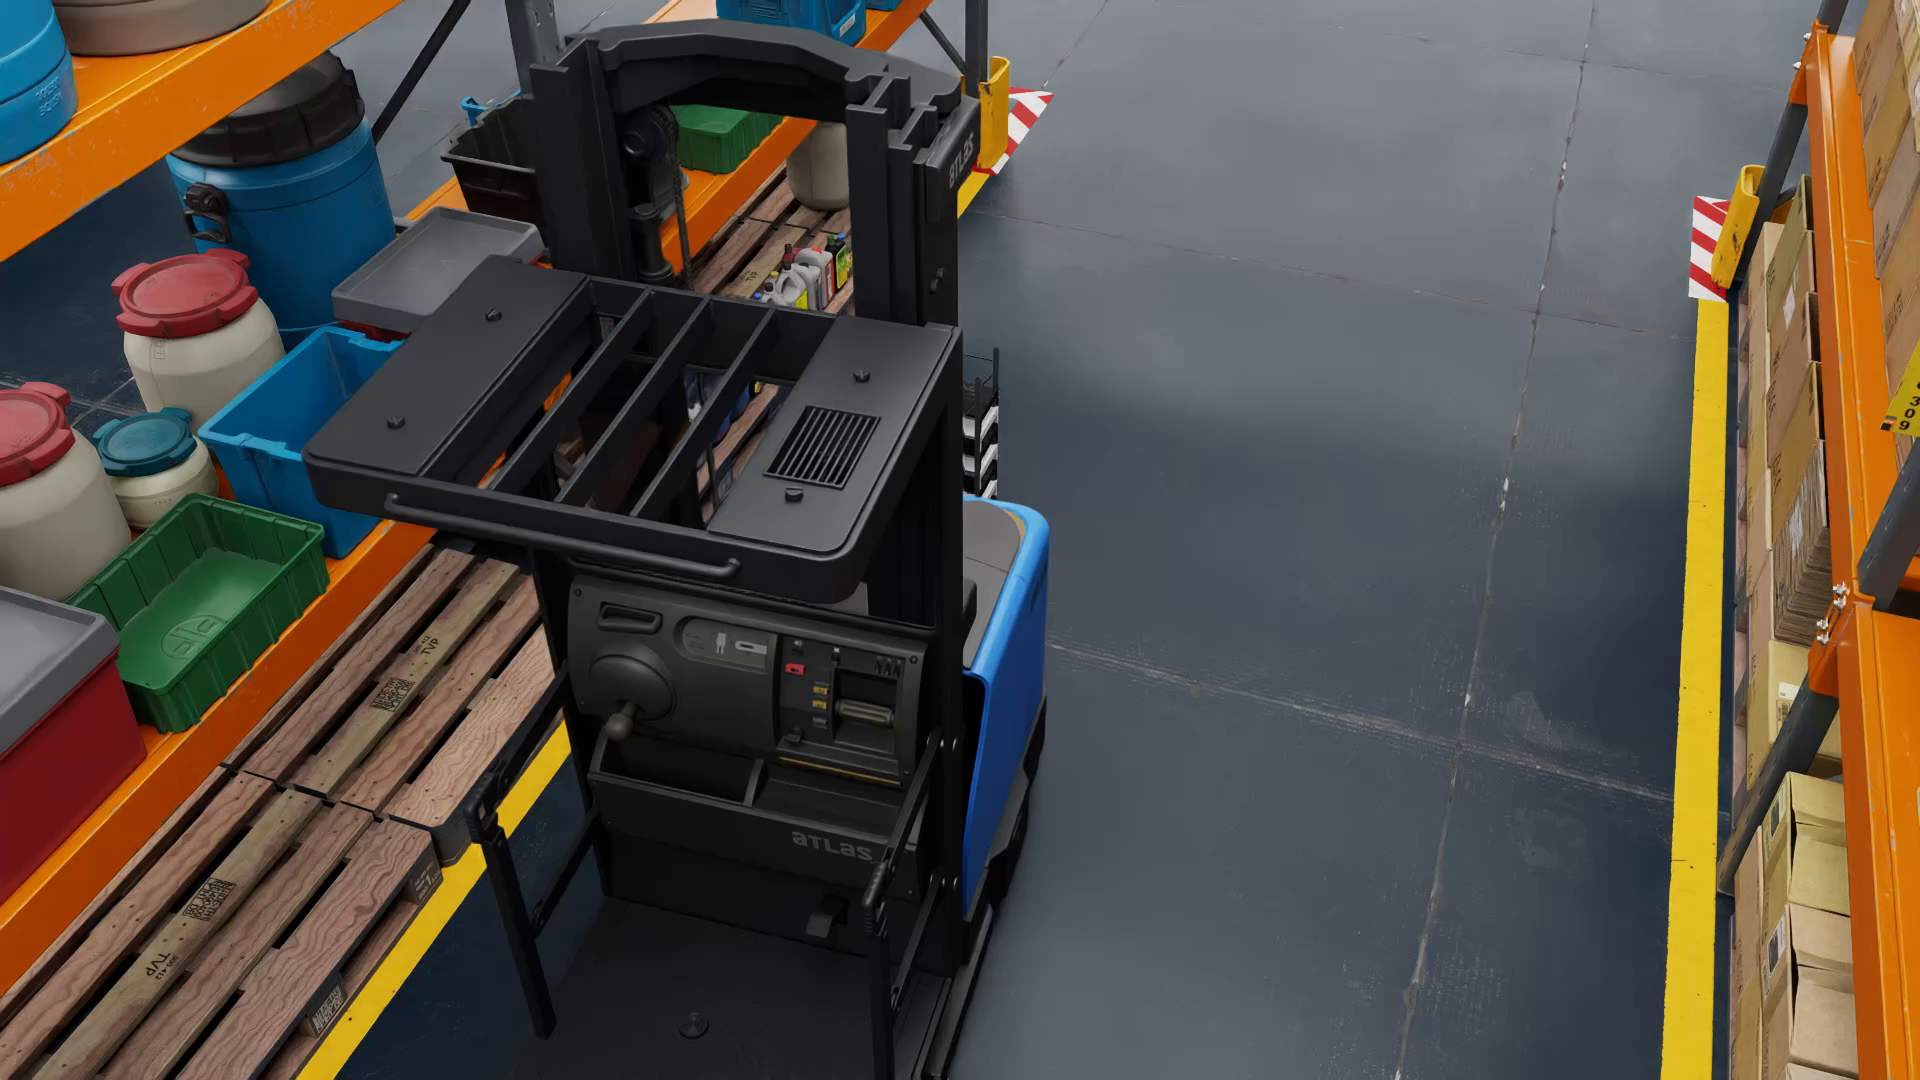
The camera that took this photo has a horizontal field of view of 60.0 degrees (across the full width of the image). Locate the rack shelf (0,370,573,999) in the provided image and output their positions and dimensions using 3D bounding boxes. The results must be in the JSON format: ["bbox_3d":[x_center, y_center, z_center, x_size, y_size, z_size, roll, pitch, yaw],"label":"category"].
[{"bbox_3d":[-2.391,0.474,4.438,1.077,0.370,4.000,13,42,15],"label":"rack shelf"}]

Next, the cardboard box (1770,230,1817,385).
[{"bbox_3d":[3.594,-0.866,6.671,0.500,0.500,0.500,13,42,15],"label":"cardboard box"}]

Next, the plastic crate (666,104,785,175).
[{"bbox_3d":[-0.978,-1.704,6.600,0.450,0.188,0.662,13,42,15],"label":"plastic crate"}]

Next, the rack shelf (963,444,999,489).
[{"bbox_3d":[-0.003,-0.312,6.474,0.258,0.077,0.200,13,42,15],"label":"rack shelf"}]

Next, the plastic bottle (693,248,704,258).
[{"bbox_3d":[-1.288,-1.462,7.970,0.097,0.201,0.097,0,40,0],"label":"plastic bottle"}]

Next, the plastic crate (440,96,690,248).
[{"bbox_3d":[-1.409,-1.287,5.995,0.767,0.338,0.504,13,42,15],"label":"plastic crate"}]

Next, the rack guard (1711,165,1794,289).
[{"bbox_3d":[4.322,-1.421,8.031,1.175,0.500,0.348,13,42,15],"label":"rack guard"}]

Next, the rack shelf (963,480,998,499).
[{"bbox_3d":[-0.003,-0.175,6.591,0.258,0.077,0.200,13,42,15],"label":"rack shelf"}]

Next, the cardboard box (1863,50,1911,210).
[{"bbox_3d":[3.792,-1.491,6.109,0.700,0.500,0.500,14,42,15],"label":"cardboard box"}]

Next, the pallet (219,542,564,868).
[{"bbox_3d":[-1.939,0.529,5.968,1.003,0.211,1.213,13,42,15],"label":"pallet"}]

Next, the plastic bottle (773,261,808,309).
[{"bbox_3d":[-0.768,-1.067,7.392,0.144,0.351,0.185,15,43,17],"label":"plastic bottle"}]

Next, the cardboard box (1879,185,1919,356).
[{"bbox_3d":[3.442,-0.856,5.366,0.700,0.500,0.500,14,42,16],"label":"cardboard box"}]

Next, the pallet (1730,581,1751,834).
[{"bbox_3d":[3.258,0.667,5.805,1.003,0.211,1.213,13,42,15],"label":"pallet"}]

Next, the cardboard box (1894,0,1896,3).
[{"bbox_3d":[3.803,-2.138,6.368,0.380,0.149,0.250,13,42,15],"label":"cardboard box"}]

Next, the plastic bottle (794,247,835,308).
[{"bbox_3d":[-0.667,-1.225,7.635,0.152,0.276,0.135,14,42,15],"label":"plastic bottle"}]

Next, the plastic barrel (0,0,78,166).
[{"bbox_3d":[-2.124,-1.195,3.143,0.600,0.901,0.708,13,42,15],"label":"plastic barrel"}]

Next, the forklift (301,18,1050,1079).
[{"bbox_3d":[-0.597,0.438,3.979,1.130,2.935,3.031,10,42,12],"label":"forklift"}]

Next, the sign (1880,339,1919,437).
[{"bbox_3d":[2.424,-0.400,4.179,0.100,0.325,0.005,13,42,15],"label":"sign"}]

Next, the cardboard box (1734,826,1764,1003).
[{"bbox_3d":[2.576,1.159,4.875,0.500,0.250,0.500,12,42,14],"label":"cardboard box"}]

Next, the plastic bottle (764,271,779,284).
[{"bbox_3d":[-0.838,-1.129,7.579,0.097,0.201,0.097,0,40,0],"label":"plastic bottle"}]

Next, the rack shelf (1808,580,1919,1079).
[{"bbox_3d":[2.262,1.575,3.147,1.077,0.370,4.000,13,42,15],"label":"rack shelf"}]

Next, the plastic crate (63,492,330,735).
[{"bbox_3d":[-2.037,0.186,4.384,0.450,0.188,0.662,13,42,15],"label":"plastic crate"}]

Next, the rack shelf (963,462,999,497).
[{"bbox_3d":[-0.003,-0.244,6.532,0.258,0.077,0.200,13,42,15],"label":"rack shelf"}]

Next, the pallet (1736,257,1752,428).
[{"bbox_3d":[4.092,-0.821,7.550,1.003,0.211,1.213,13,42,15],"label":"pallet"}]

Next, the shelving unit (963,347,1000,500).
[{"bbox_3d":[-0.003,-0.337,6.452,0.258,0.900,0.210,13,42,15],"label":"shelving unit"}]

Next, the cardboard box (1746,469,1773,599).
[{"bbox_3d":[3.237,0.026,6.204,0.500,0.250,0.500,13,42,15],"label":"cardboard box"}]

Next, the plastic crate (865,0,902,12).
[{"bbox_3d":[-0.457,-2.636,7.644,0.499,0.251,0.408,13,42,15],"label":"plastic crate"}]

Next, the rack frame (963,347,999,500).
[{"bbox_3d":[0.032,-0.399,6.525,0.240,0.900,0.006,13,42,15],"label":"rack frame"}]

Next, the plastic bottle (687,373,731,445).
[{"bbox_3d":[-1.041,-0.580,6.820,0.144,0.351,0.185,14,43,16],"label":"plastic bottle"}]

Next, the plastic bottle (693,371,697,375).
[{"bbox_3d":[-1.105,-0.665,6.981,0.097,0.271,0.097,0,40,0],"label":"plastic bottle"}]

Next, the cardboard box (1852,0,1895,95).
[{"bbox_3d":[4.142,-2.114,6.840,0.700,0.500,0.500,13,42,15],"label":"cardboard box"}]

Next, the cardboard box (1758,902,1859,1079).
[{"bbox_3d":[2.395,1.256,4.330,0.500,0.311,0.500,13,42,15],"label":"cardboard box"}]

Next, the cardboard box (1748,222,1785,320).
[{"bbox_3d":[3.922,-1.194,7.633,0.500,0.250,0.500,13,42,15],"label":"cardboard box"}]

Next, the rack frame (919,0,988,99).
[{"bbox_3d":[-0.339,-3.459,8.494,1.000,3.000,0.127,13,42,15],"label":"rack frame"}]

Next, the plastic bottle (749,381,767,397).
[{"bbox_3d":[-0.881,-0.761,7.084,0.061,0.283,0.133,15,43,17],"label":"plastic bottle"}]

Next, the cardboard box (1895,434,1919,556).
[{"bbox_3d":[3.092,-0.228,4.629,0.700,0.500,0.500,12,42,14],"label":"cardboard box"}]

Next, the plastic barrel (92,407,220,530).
[{"bbox_3d":[-2.304,-0.194,4.773,0.301,0.262,0.301,0,40,0],"label":"plastic barrel"}]

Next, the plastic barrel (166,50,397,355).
[{"bbox_3d":[-2.124,-1.042,5.274,0.600,0.901,0.708,13,42,15],"label":"plastic barrel"}]

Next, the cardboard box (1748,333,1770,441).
[{"bbox_3d":[3.583,-0.583,6.917,0.500,0.250,0.500,13,42,15],"label":"cardboard box"}]

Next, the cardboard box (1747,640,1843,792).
[{"bbox_3d":[2.900,0.637,5.487,0.500,0.250,0.500,13,42,15],"label":"cardboard box"}]

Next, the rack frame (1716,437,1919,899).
[{"bbox_3d":[2.946,0.082,4.343,1.000,3.000,0.127,13,42,15],"label":"rack frame"}]

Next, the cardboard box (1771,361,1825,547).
[{"bbox_3d":[3.249,-0.257,5.957,0.500,0.500,0.500,13,42,15],"label":"cardboard box"}]

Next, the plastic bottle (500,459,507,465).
[{"bbox_3d":[-1.876,-0.413,6.740,0.097,0.201,0.097,0,40,0],"label":"plastic bottle"}]

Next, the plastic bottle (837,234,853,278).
[{"bbox_3d":[-0.555,-1.345,7.832,0.097,0.201,0.097,0,40,0],"label":"plastic bottle"}]

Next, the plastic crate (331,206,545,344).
[{"bbox_3d":[-1.585,-0.681,5.188,0.402,0.464,0.583,13,42,15],"label":"plastic crate"}]

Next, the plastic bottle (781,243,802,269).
[{"bbox_3d":[-0.768,-1.252,7.660,0.061,0.283,0.133,13,42,15],"label":"plastic bottle"}]

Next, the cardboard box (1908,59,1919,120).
[{"bbox_3d":[3.451,-1.514,5.636,0.380,0.149,0.250,14,42,15],"label":"cardboard box"}]

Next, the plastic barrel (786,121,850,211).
[{"bbox_3d":[-0.664,-1.949,8.316,0.421,0.512,0.421,0,40,0],"label":"plastic barrel"}]

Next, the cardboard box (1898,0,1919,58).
[{"bbox_3d":[3.626,-1.821,5.996,0.380,0.149,0.250,12,42,14],"label":"cardboard box"}]

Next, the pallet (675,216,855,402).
[{"bbox_3d":[-1.023,-1.106,7.884,1.003,0.211,1.213,13,42,15],"label":"pallet"}]
